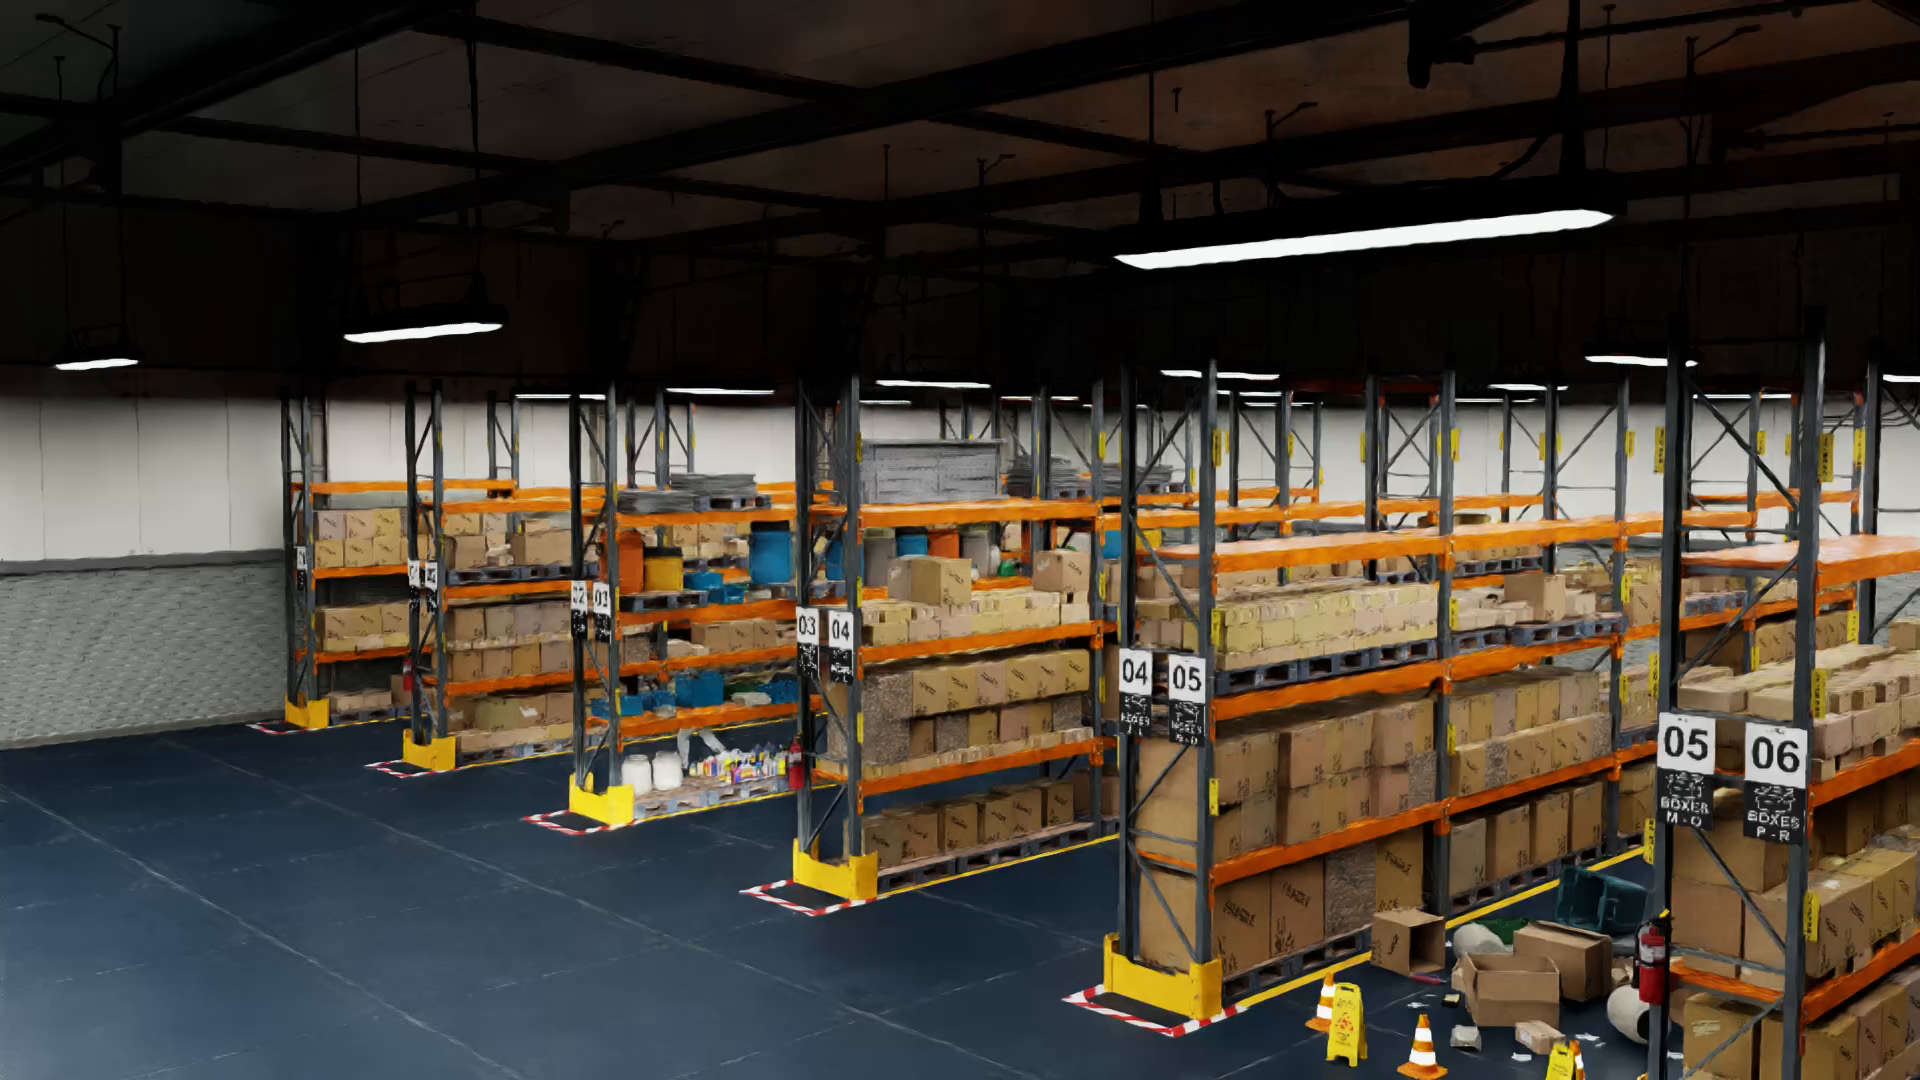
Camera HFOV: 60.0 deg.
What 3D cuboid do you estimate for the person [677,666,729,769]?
[{"bbox_3d":[-3.986,2.729,25.558,0.940,1.598,0.534,-1,4,-22],"label":"person"}]

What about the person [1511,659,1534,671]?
[{"bbox_3d":[9.069,2.603,26.725,1.126,1.675,0.542,-3,5,-41],"label":"person"}]
